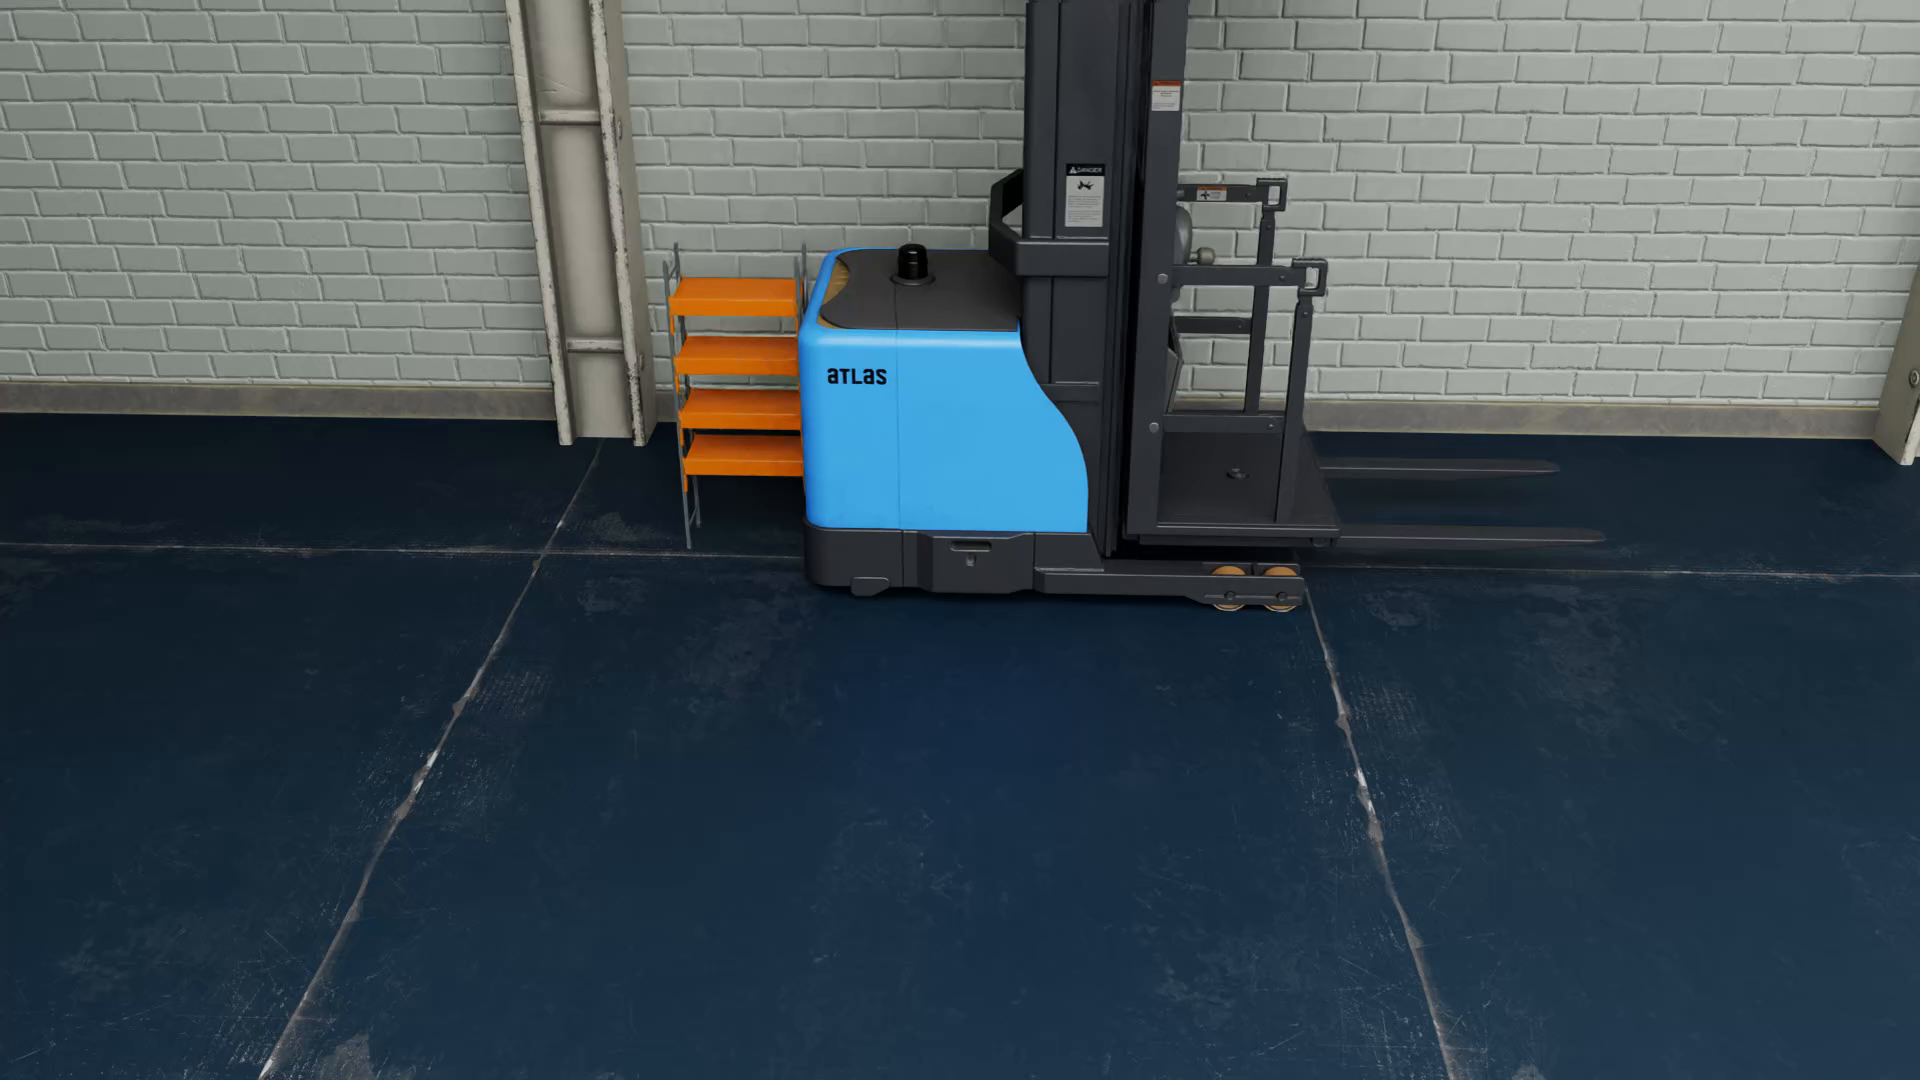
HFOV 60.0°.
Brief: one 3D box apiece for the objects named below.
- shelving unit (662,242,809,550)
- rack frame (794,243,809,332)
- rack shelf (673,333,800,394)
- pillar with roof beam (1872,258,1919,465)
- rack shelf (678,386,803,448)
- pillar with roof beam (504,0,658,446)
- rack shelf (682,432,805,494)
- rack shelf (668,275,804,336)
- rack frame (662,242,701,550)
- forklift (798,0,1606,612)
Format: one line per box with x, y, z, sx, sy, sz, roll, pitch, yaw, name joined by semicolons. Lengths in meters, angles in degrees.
-0.840;-0.544;6.495;0.503;1.200;0.258;1;28;2;shelving unit
-0.596;-0.540;6.488;0.015;1.200;0.240;1;28;2;rack frame
-0.840;-0.682;6.422;0.480;0.148;0.258;1;28;2;rack shelf
4.223;-2.364;1.601;0.400;9.000;9.100;1;28;2;pillar with roof beam
-0.840;-0.485;6.527;0.480;0.148;0.258;1;28;2;rack shelf
-1.773;-2.463;1.789;0.400;9.000;9.100;1;28;2;pillar with roof beam
-0.840;-0.309;6.620;0.480;0.148;0.258;1;28;2;rack shelf
-0.840;-0.891;6.311;0.480;0.148;0.258;1;28;2;rack shelf
-1.084;-0.548;6.503;0.015;1.200;0.240;1;28;2;rack frame
0.938;-1.279;6.034;3.031;2.935;1.130;1;28;2;forklift
